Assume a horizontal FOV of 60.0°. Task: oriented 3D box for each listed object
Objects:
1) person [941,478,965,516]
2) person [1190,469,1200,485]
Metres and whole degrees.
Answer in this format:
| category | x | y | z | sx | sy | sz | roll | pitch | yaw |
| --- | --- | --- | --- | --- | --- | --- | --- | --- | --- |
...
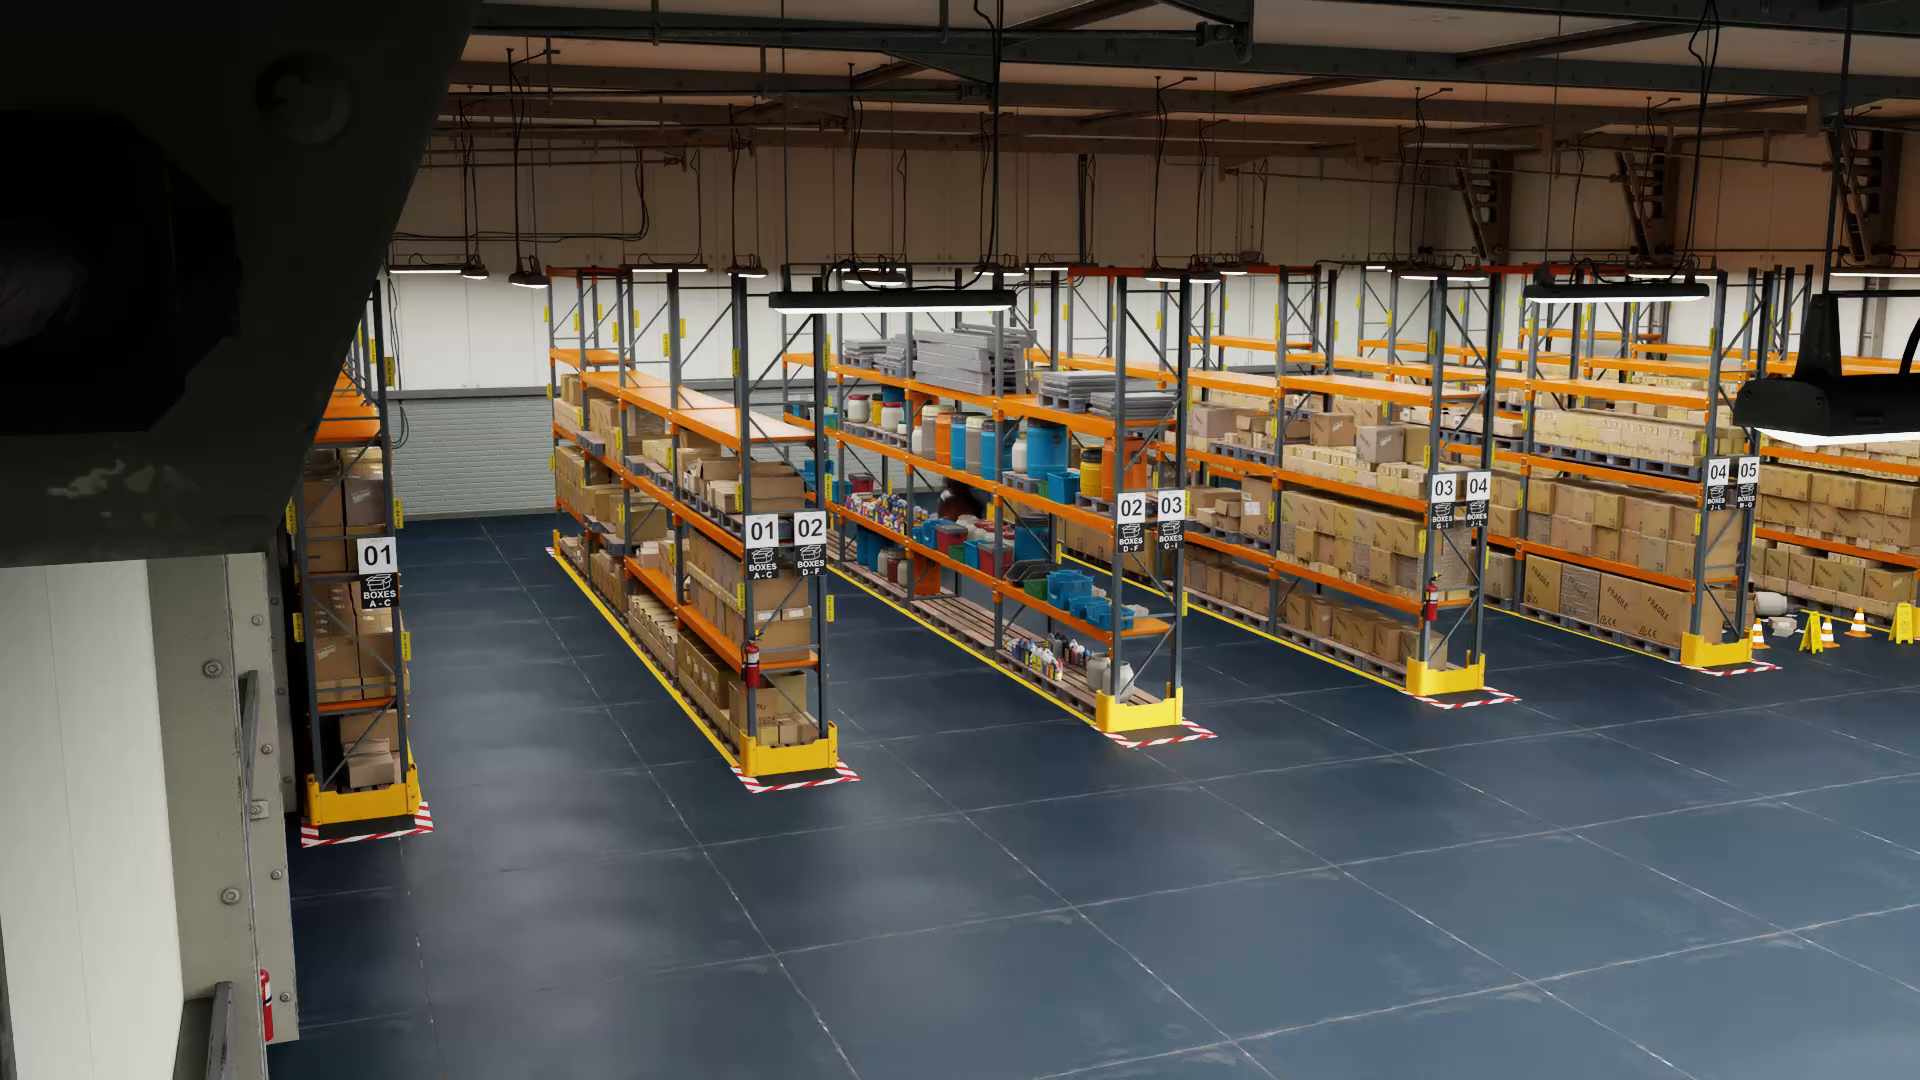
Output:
| category | x | y | z | sx | sy | sz | roll | pitch | yaw |
| --- | --- | --- | --- | --- | --- | --- | --- | --- | --- |
| person | -0.112 | -0.420 | 33.067 | 0.663 | 1.750 | 0.852 | -6 | 12 | -31 |
| person | 6.172 | -1.974 | 42.963 | 0.574 | 1.657 | 0.966 | 6 | 12 | 33 |
